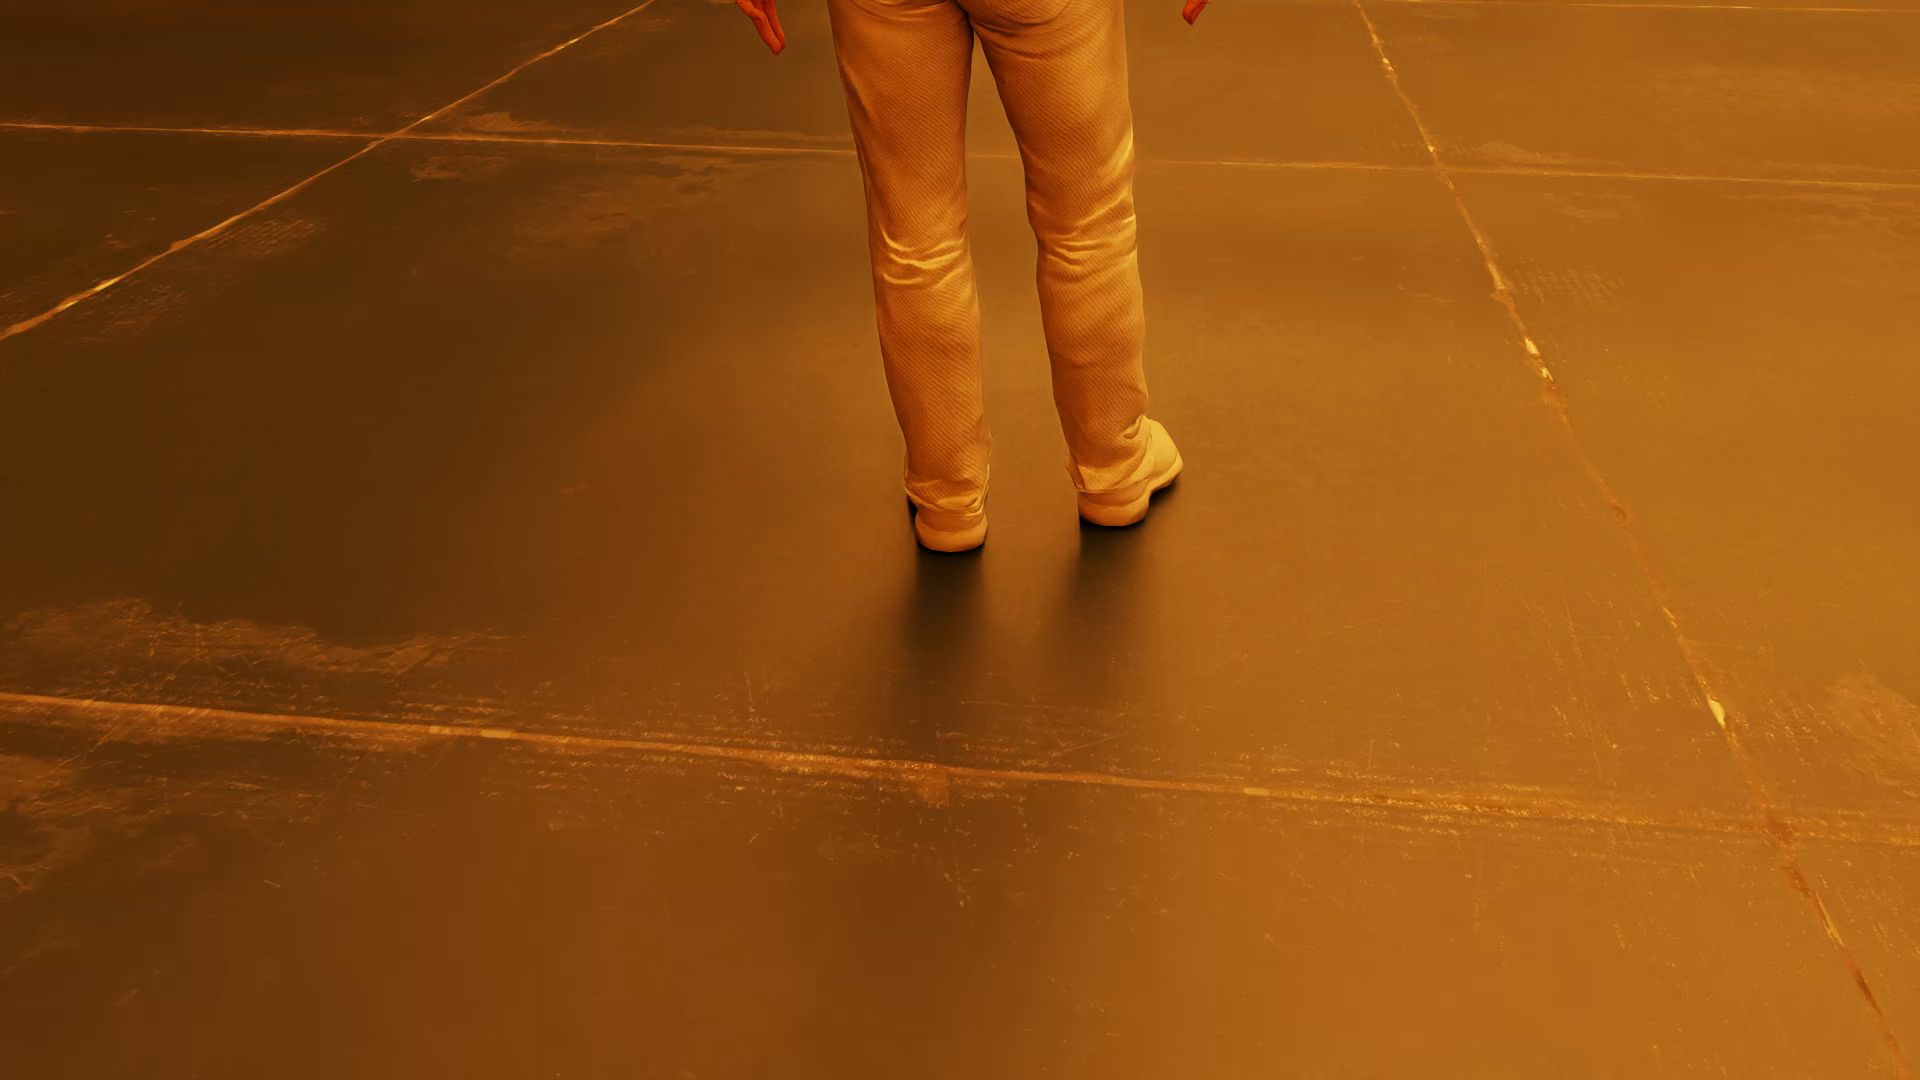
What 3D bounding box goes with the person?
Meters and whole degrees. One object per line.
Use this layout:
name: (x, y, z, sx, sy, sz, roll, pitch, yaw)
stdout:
person: (0.016, -0.827, 2.164, 0.665, 1.765, 0.576, 3, 27, 7)
